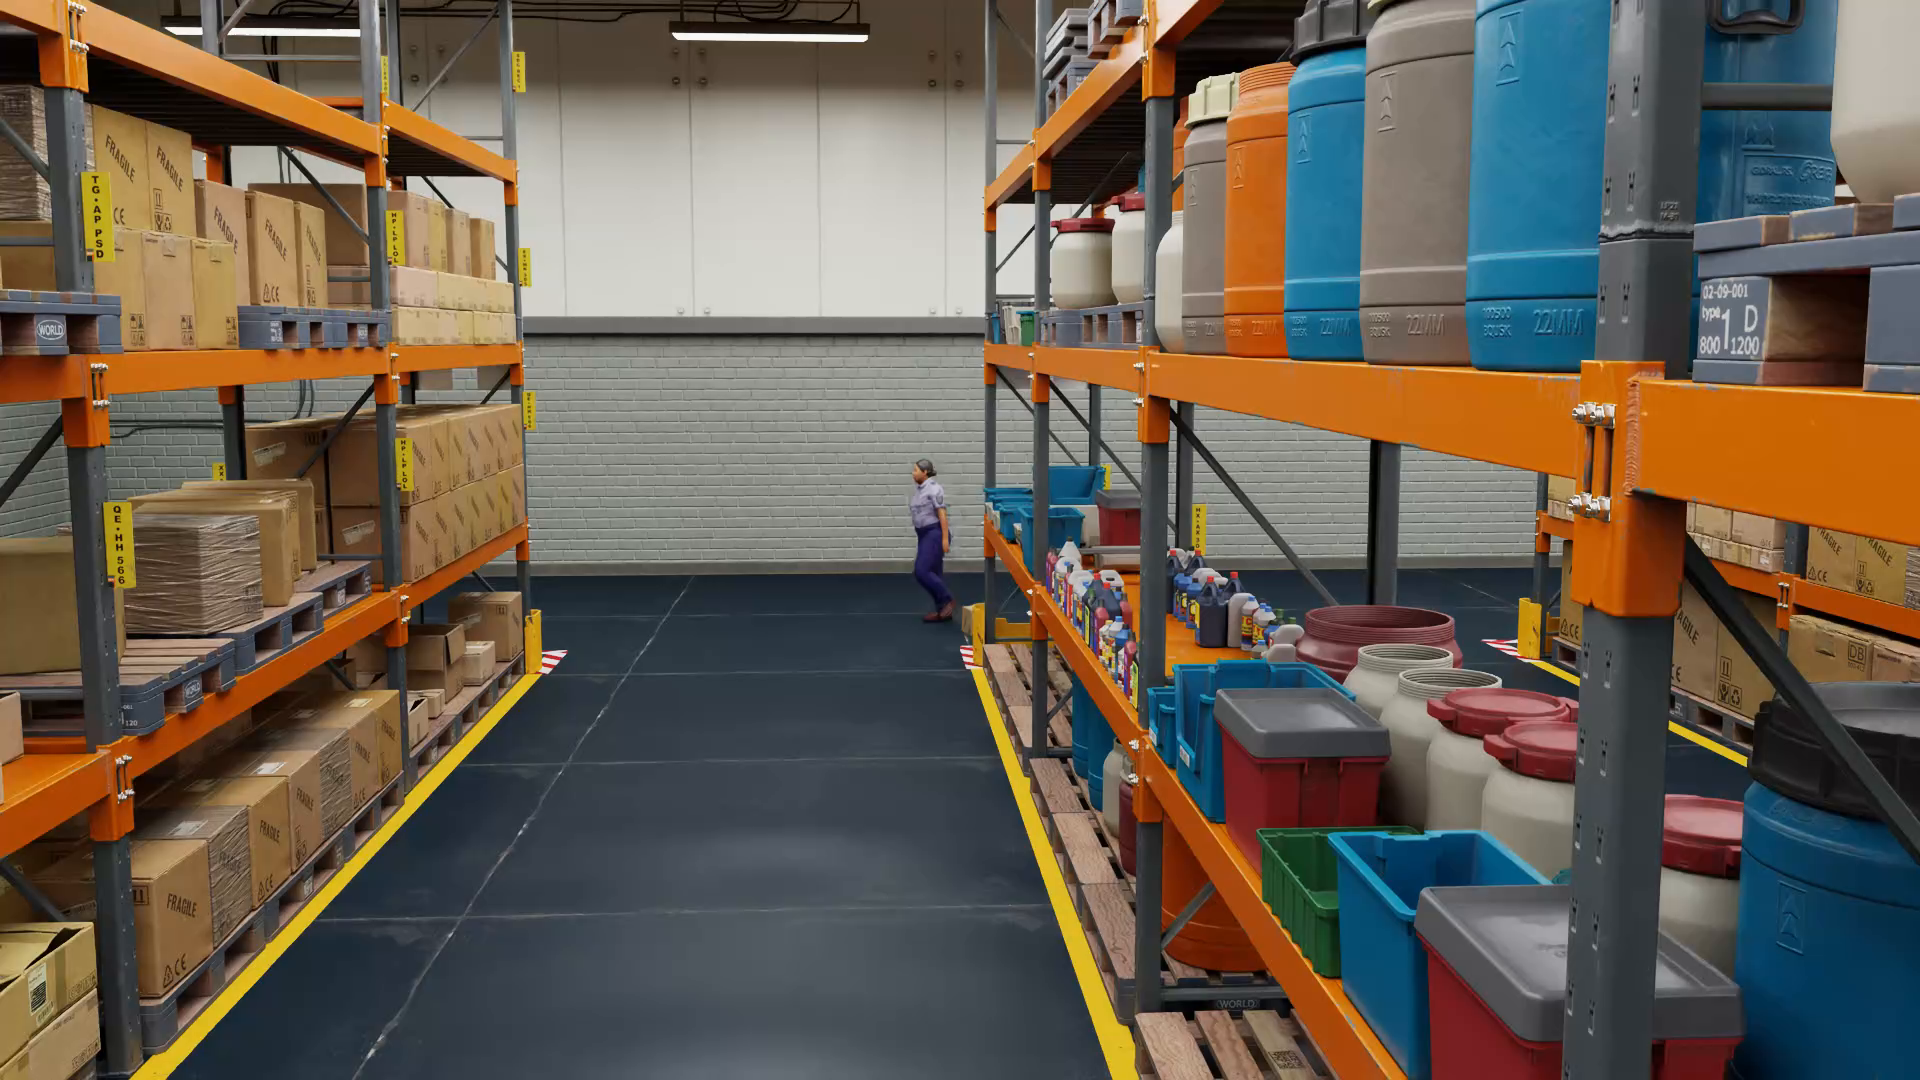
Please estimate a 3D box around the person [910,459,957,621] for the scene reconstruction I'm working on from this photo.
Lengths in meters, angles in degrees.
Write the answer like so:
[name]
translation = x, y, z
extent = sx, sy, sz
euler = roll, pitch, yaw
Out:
[person]
translation = -0.287, 0.003, 16.710
extent = 0.445, 1.636, 0.542
euler = -2, 7, -18
